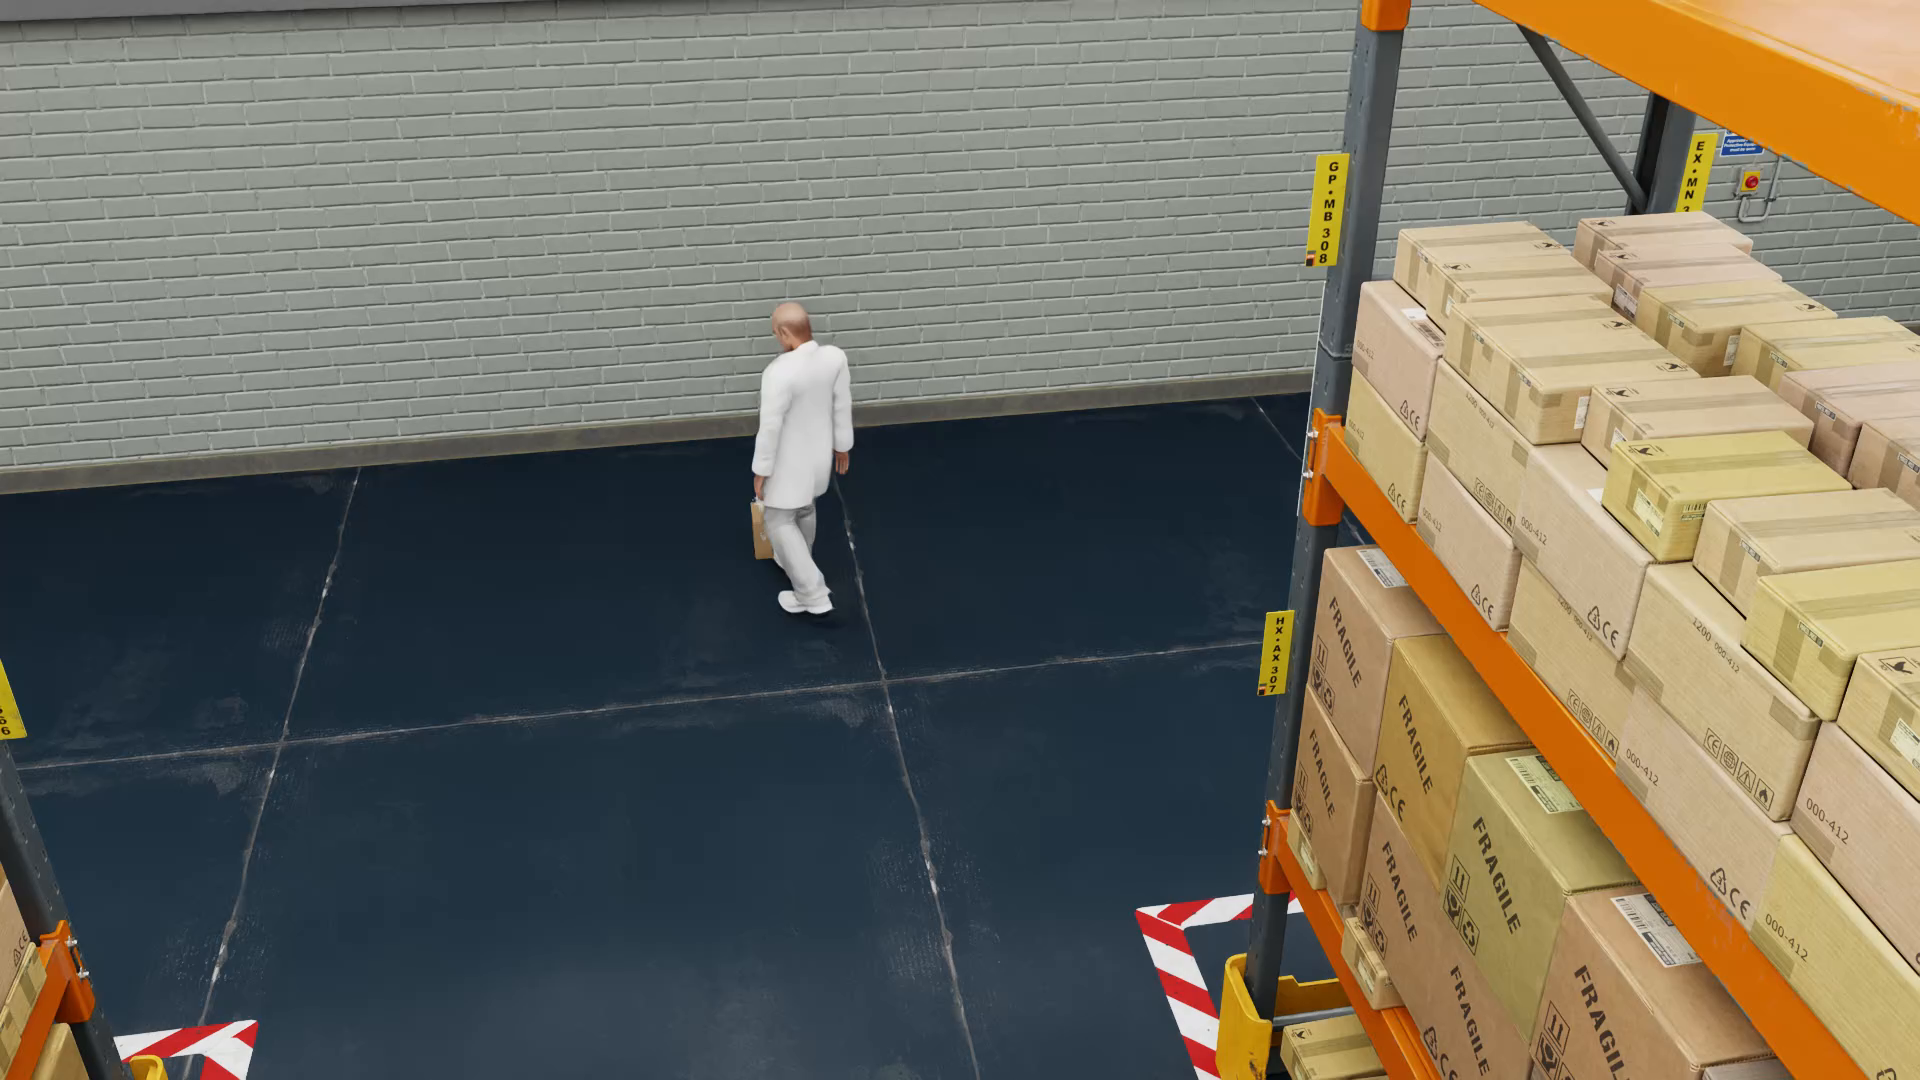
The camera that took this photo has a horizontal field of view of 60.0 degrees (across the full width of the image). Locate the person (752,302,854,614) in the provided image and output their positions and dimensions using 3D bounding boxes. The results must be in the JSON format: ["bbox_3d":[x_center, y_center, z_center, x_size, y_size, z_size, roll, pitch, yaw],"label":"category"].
[{"bbox_3d":[-0.898,-0.459,8.928,0.630,1.753,0.816,-25,38,-36],"label":"person"}]
